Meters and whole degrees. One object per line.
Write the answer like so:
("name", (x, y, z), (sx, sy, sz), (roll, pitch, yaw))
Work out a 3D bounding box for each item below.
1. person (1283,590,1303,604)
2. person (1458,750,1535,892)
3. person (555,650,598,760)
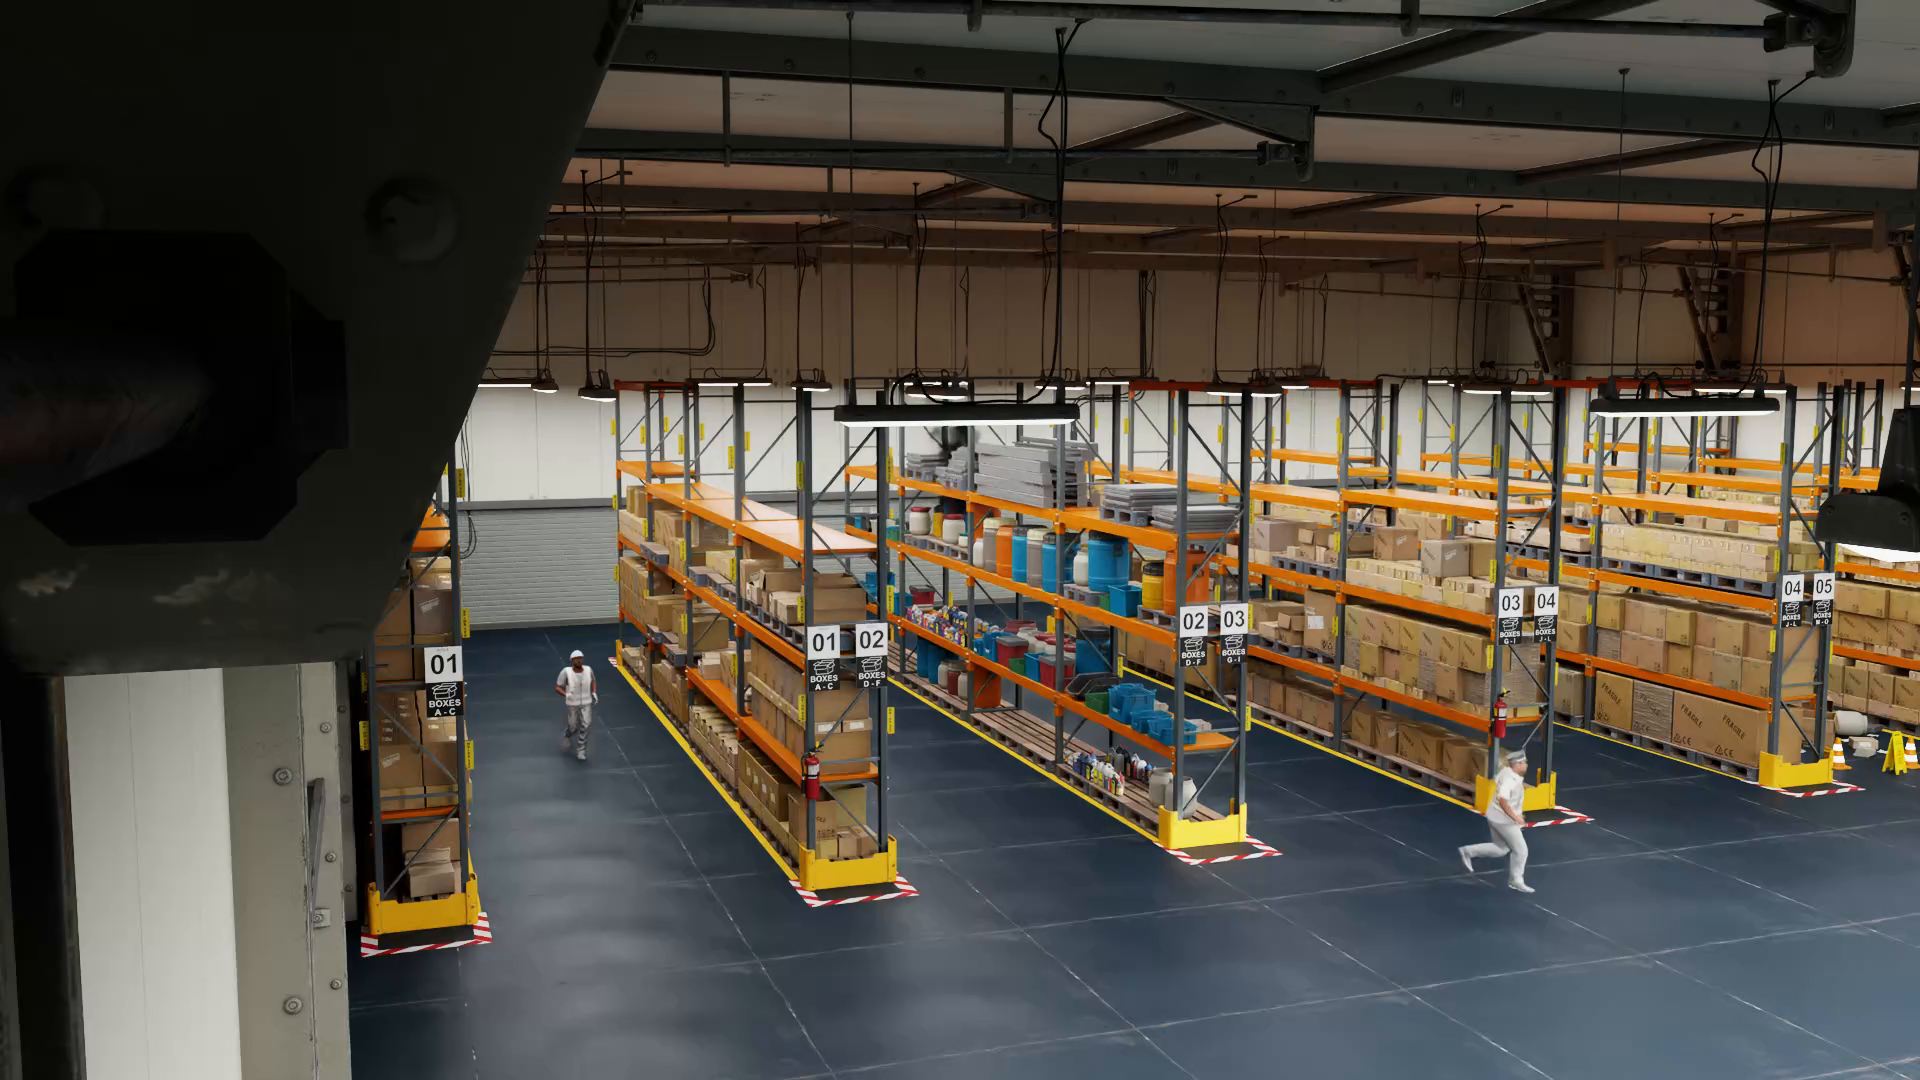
("person", (8.267, 1.067, 41.618), (0.632, 1.730, 0.689), (-3, 7, -23))
("person", (6.489, 3.385, 20.022), (0.899, 1.769, 0.671), (1, 6, 7))
("person", (-6.157, 2.634, 26.767), (0.687, 1.743, 0.704), (-3, 7, -29))
